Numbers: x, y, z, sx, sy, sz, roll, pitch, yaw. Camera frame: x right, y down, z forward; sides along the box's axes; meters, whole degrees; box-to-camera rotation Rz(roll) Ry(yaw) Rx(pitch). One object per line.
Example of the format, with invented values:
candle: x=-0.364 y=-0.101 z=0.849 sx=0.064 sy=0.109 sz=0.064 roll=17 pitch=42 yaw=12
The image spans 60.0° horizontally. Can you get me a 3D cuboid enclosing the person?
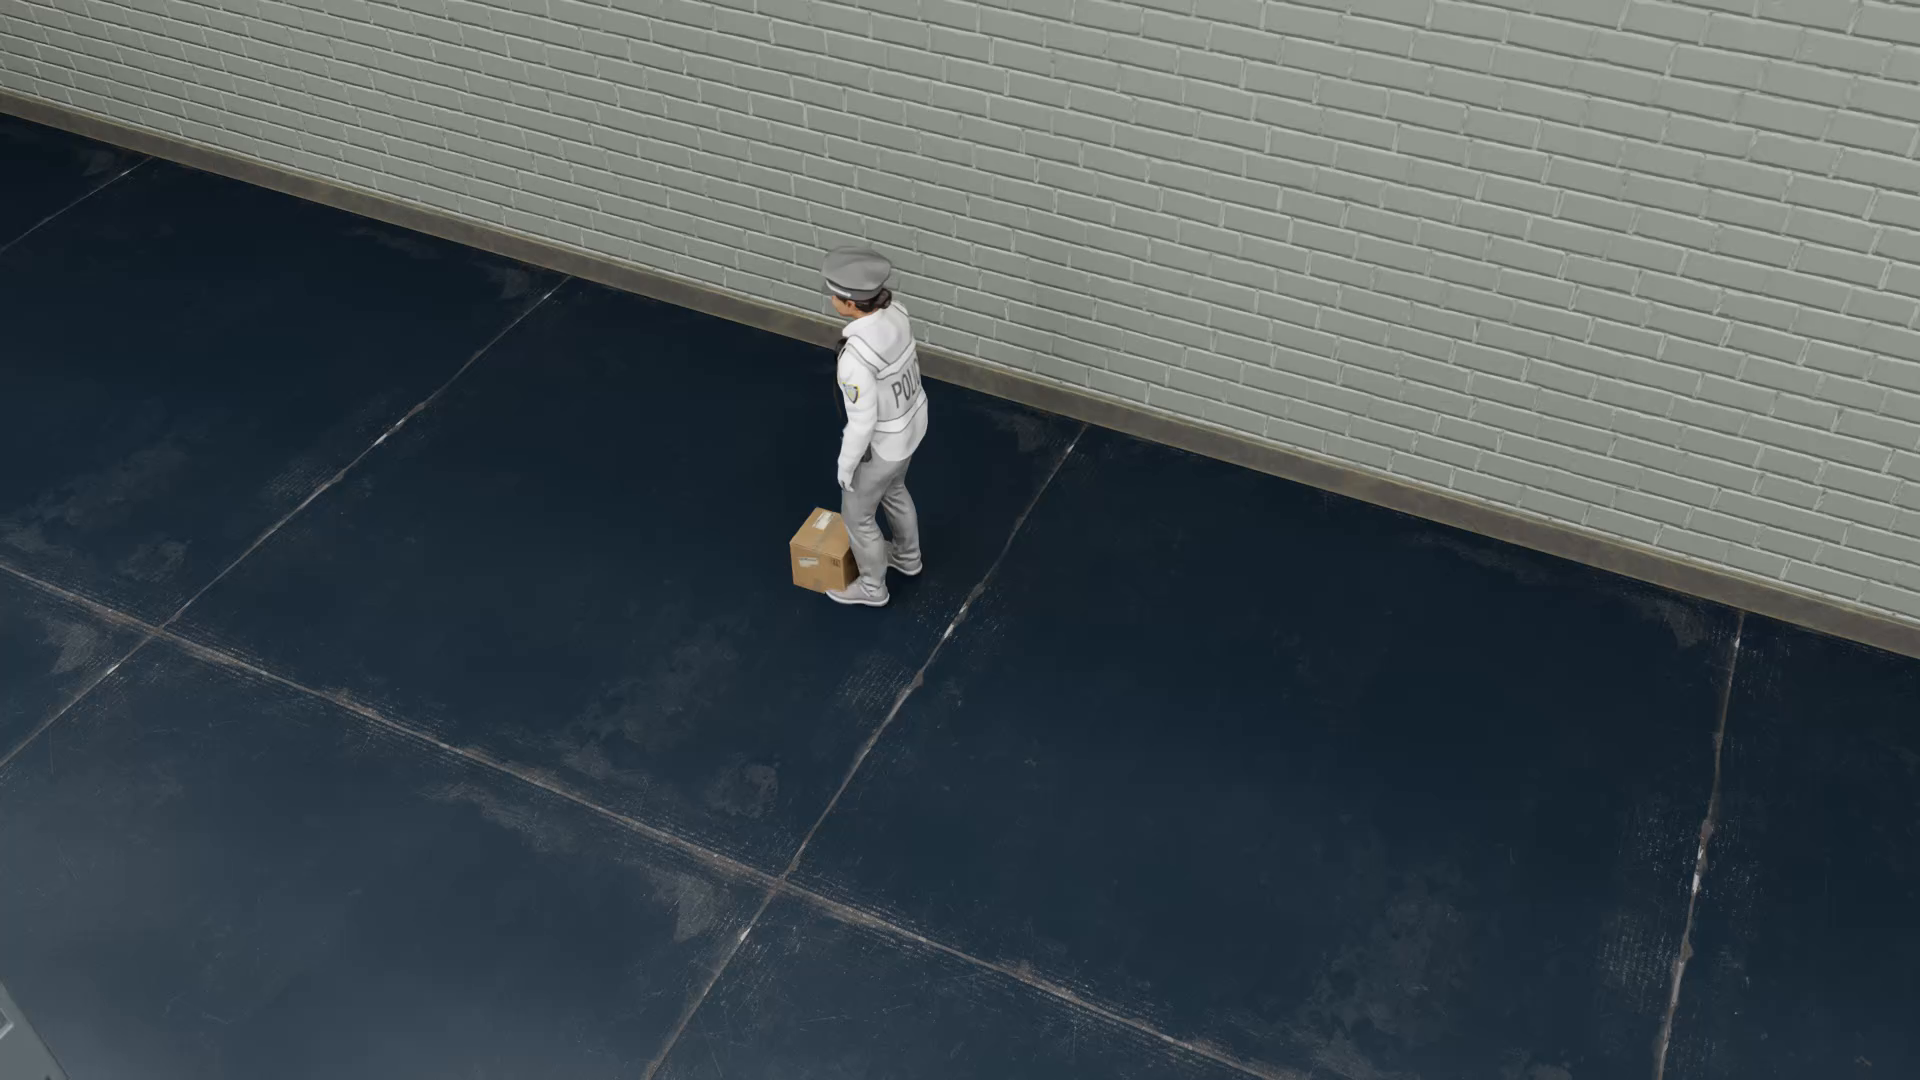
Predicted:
person: x=-0.350 y=-0.408 z=6.607 sx=0.412 sy=1.663 sz=0.517 roll=16 pitch=45 yaw=17
